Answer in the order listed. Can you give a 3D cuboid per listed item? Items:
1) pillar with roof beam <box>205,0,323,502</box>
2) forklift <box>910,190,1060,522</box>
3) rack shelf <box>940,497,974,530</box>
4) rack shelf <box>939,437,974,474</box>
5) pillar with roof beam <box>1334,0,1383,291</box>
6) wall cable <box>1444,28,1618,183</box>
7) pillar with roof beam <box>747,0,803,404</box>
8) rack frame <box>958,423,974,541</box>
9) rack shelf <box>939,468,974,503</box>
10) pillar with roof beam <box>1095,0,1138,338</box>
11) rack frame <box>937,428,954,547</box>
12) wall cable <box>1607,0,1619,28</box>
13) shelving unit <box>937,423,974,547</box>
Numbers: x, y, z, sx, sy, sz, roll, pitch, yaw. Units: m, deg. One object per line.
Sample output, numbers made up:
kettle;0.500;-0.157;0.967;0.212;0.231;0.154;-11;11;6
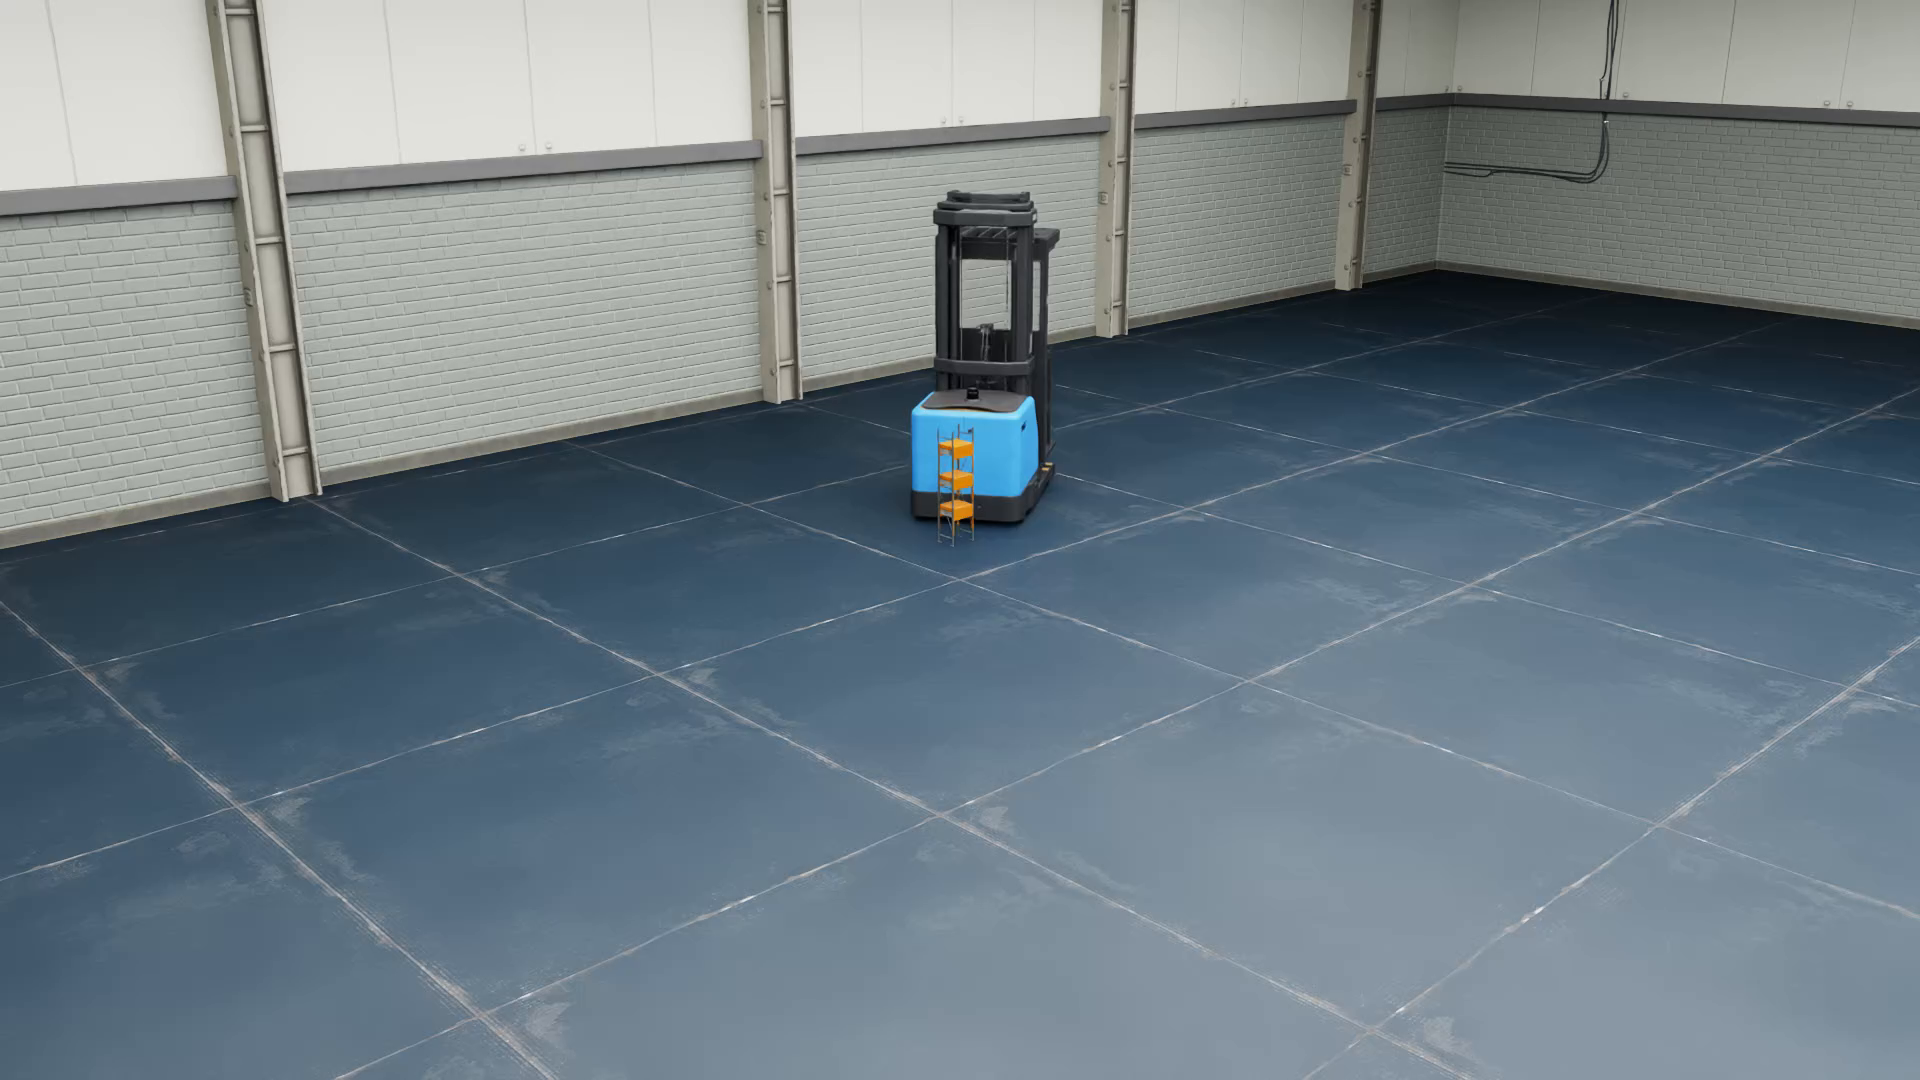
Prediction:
pillar with roof beam;-3.565;-3.760;11.990;0.400;9.000;9.100;-16;24;-41
forklift;0.356;-1.974;16.322;1.130;2.935;3.031;4;18;12
rack shelf;-0.039;-0.214;14.877;0.240;0.259;0.215;-16;24;-41
rack shelf;-0.039;-0.748;14.704;0.240;0.259;0.215;-16;24;-41
pillar with roof beam;9.514;-7.574;23.754;0.400;9.000;9.100;-16;24;-41
wall cable;9.606;-7.390;28.220;0.112;2.526;3.097;-16;24;-41
pillar with roof beam;0.795;-5.031;15.912;0.400;9.000;9.100;-16;24;-41
rack frame;0.050;-0.514;14.868;0.008;1.050;0.200;-16;24;-41
rack shelf;-0.039;-0.478;14.791;0.240;0.259;0.215;-16;24;-41
pillar with roof beam;5.155;-6.303;19.833;0.400;9.000;9.100;-16;24;-41
rack frame;-0.128;-0.462;14.708;0.008;1.050;0.200;-16;24;-41
wall cable;11.464;-9.186;25.571;0.112;2.526;3.097;-16;24;-41
shelving unit;-0.039;-0.488;14.788;0.252;1.050;0.215;-16;24;-41
